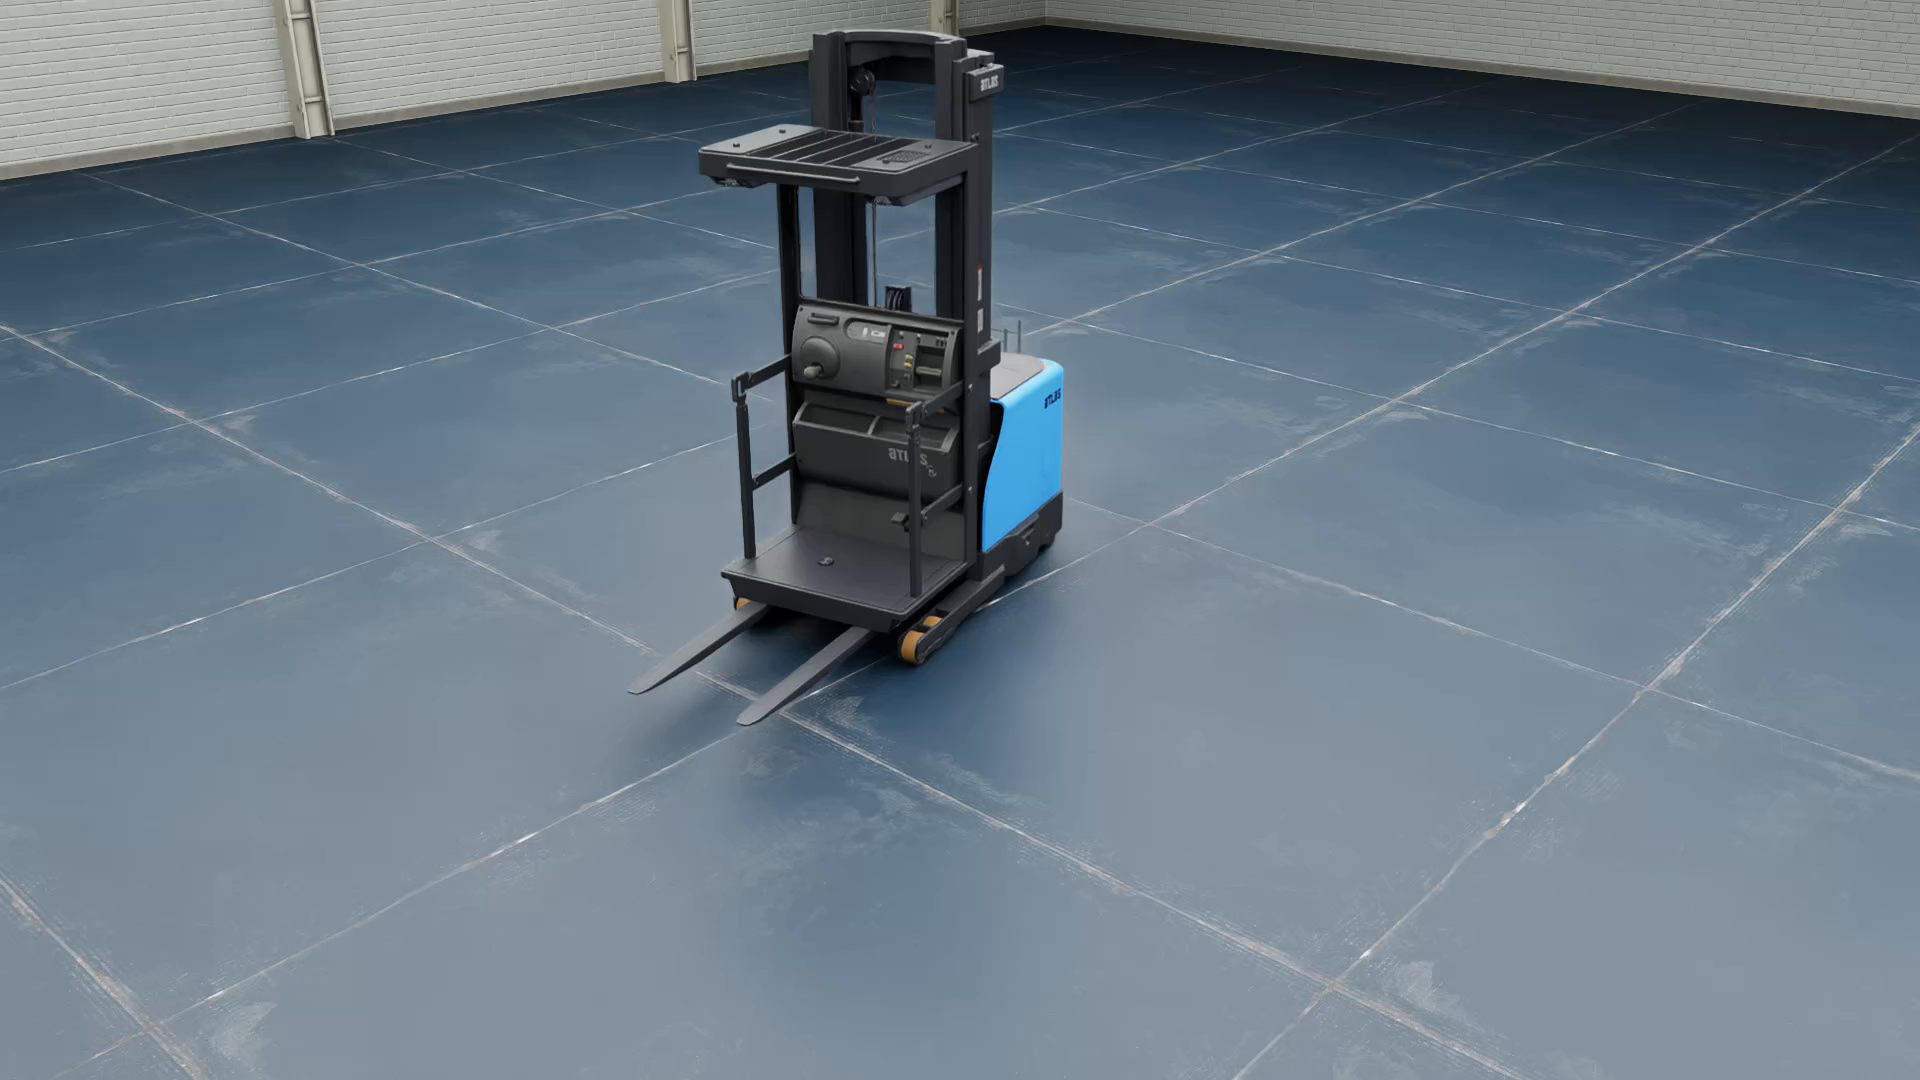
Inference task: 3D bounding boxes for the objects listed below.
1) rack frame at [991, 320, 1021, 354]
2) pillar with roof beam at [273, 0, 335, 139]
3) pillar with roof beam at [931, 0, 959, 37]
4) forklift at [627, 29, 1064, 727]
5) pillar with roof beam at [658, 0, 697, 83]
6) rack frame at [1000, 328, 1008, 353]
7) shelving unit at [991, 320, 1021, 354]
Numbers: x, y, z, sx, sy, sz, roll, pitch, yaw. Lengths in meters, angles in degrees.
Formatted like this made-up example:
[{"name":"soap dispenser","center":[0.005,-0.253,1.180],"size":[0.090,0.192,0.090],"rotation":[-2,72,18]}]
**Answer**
[{"name":"rack frame","center":[0.250,-0.752,9.961],"size":[0.240,1.200,0.006],"rotation":[12,27,25]},{"name":"pillar with roof beam","center":[-5.068,-8.122,16.865],"size":[9.100,9.000,0.400],"rotation":[20,31,38]},{"name":"pillar with roof beam","center":[2.941,-11.778,25.019],"size":[9.100,9.000,0.400],"rotation":[20,31,38]},{"name":"forklift","center":[-0.534,-0.922,8.224],"size":[1.130,2.935,3.031],"rotation":[12,27,25]},{"name":"pillar with roof beam","center":[-1.063,-9.950,20.942],"size":[9.100,9.000,0.400],"rotation":[20,31,38]},{"name":"rack frame","center":[0.165,-0.686,9.813],"size":[0.240,1.200,0.006],"rotation":[12,27,25]},{"name":"shelving unit","center":[0.207,-0.719,9.887],"size":[0.258,1.200,0.189],"rotation":[12,27,25]}]
